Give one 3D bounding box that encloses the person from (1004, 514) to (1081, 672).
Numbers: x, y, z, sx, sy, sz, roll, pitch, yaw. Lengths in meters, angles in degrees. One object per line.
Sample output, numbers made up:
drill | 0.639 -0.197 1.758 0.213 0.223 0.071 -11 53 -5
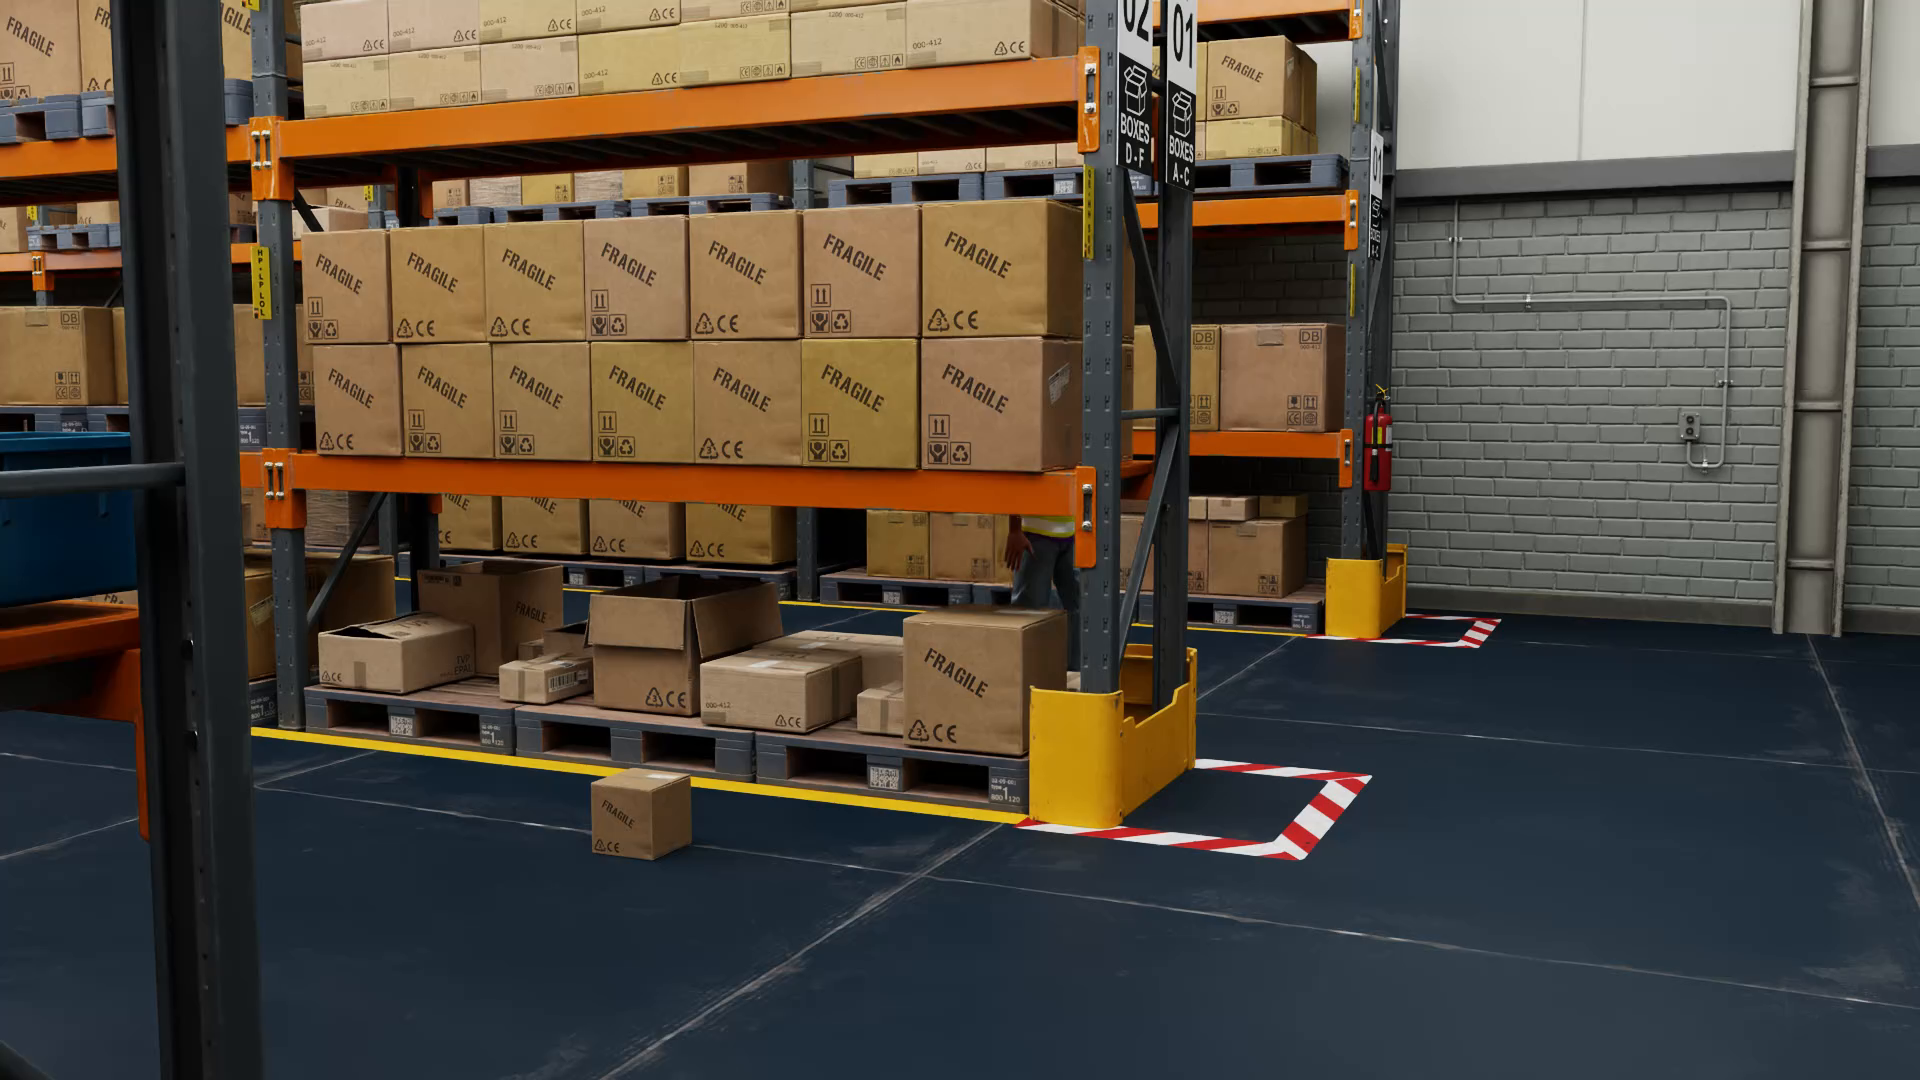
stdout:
person | 0.359 -0.029 8.272 0.865 1.739 0.665 4 7 32
